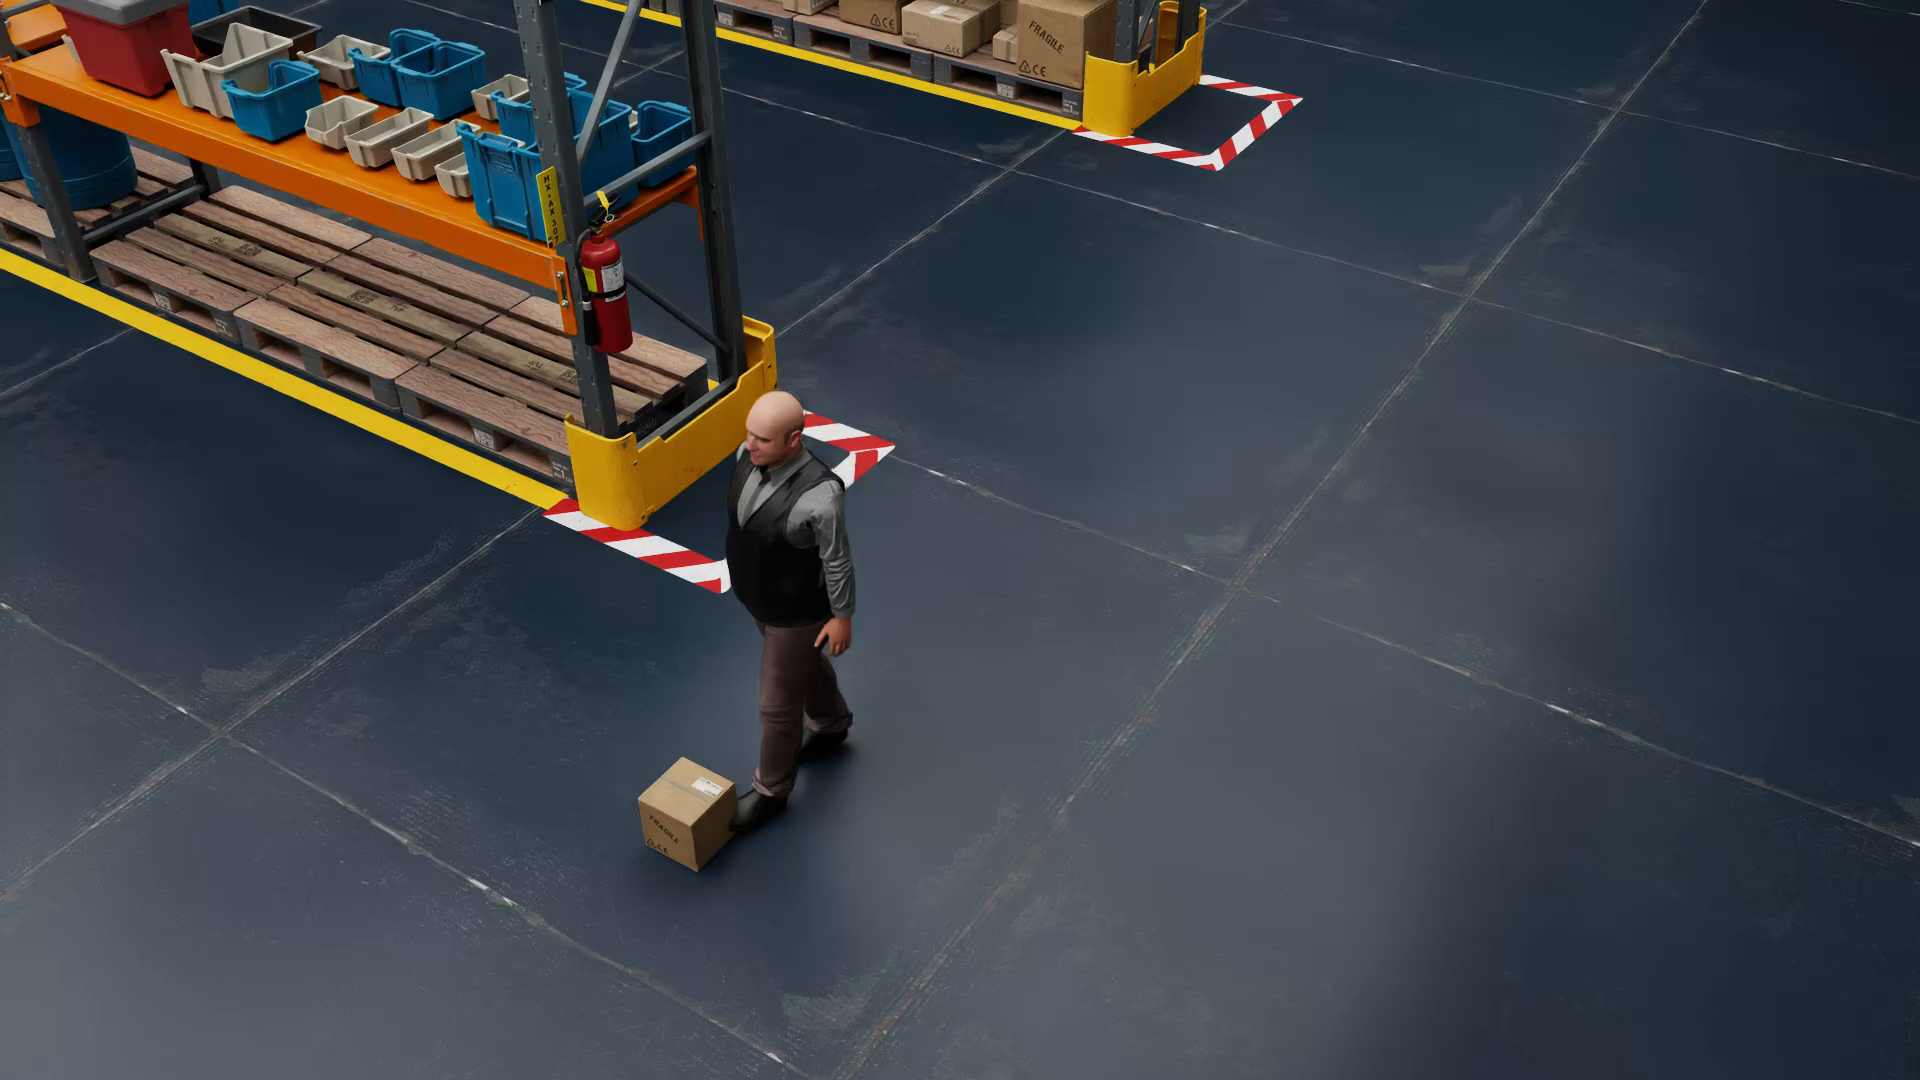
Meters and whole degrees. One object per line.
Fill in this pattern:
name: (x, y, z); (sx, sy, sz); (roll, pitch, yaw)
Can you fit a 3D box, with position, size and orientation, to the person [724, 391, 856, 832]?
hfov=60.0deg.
person: (-0.683, 0.231, 5.866); (0.685, 1.719, 0.553); (-24, 44, -27)
